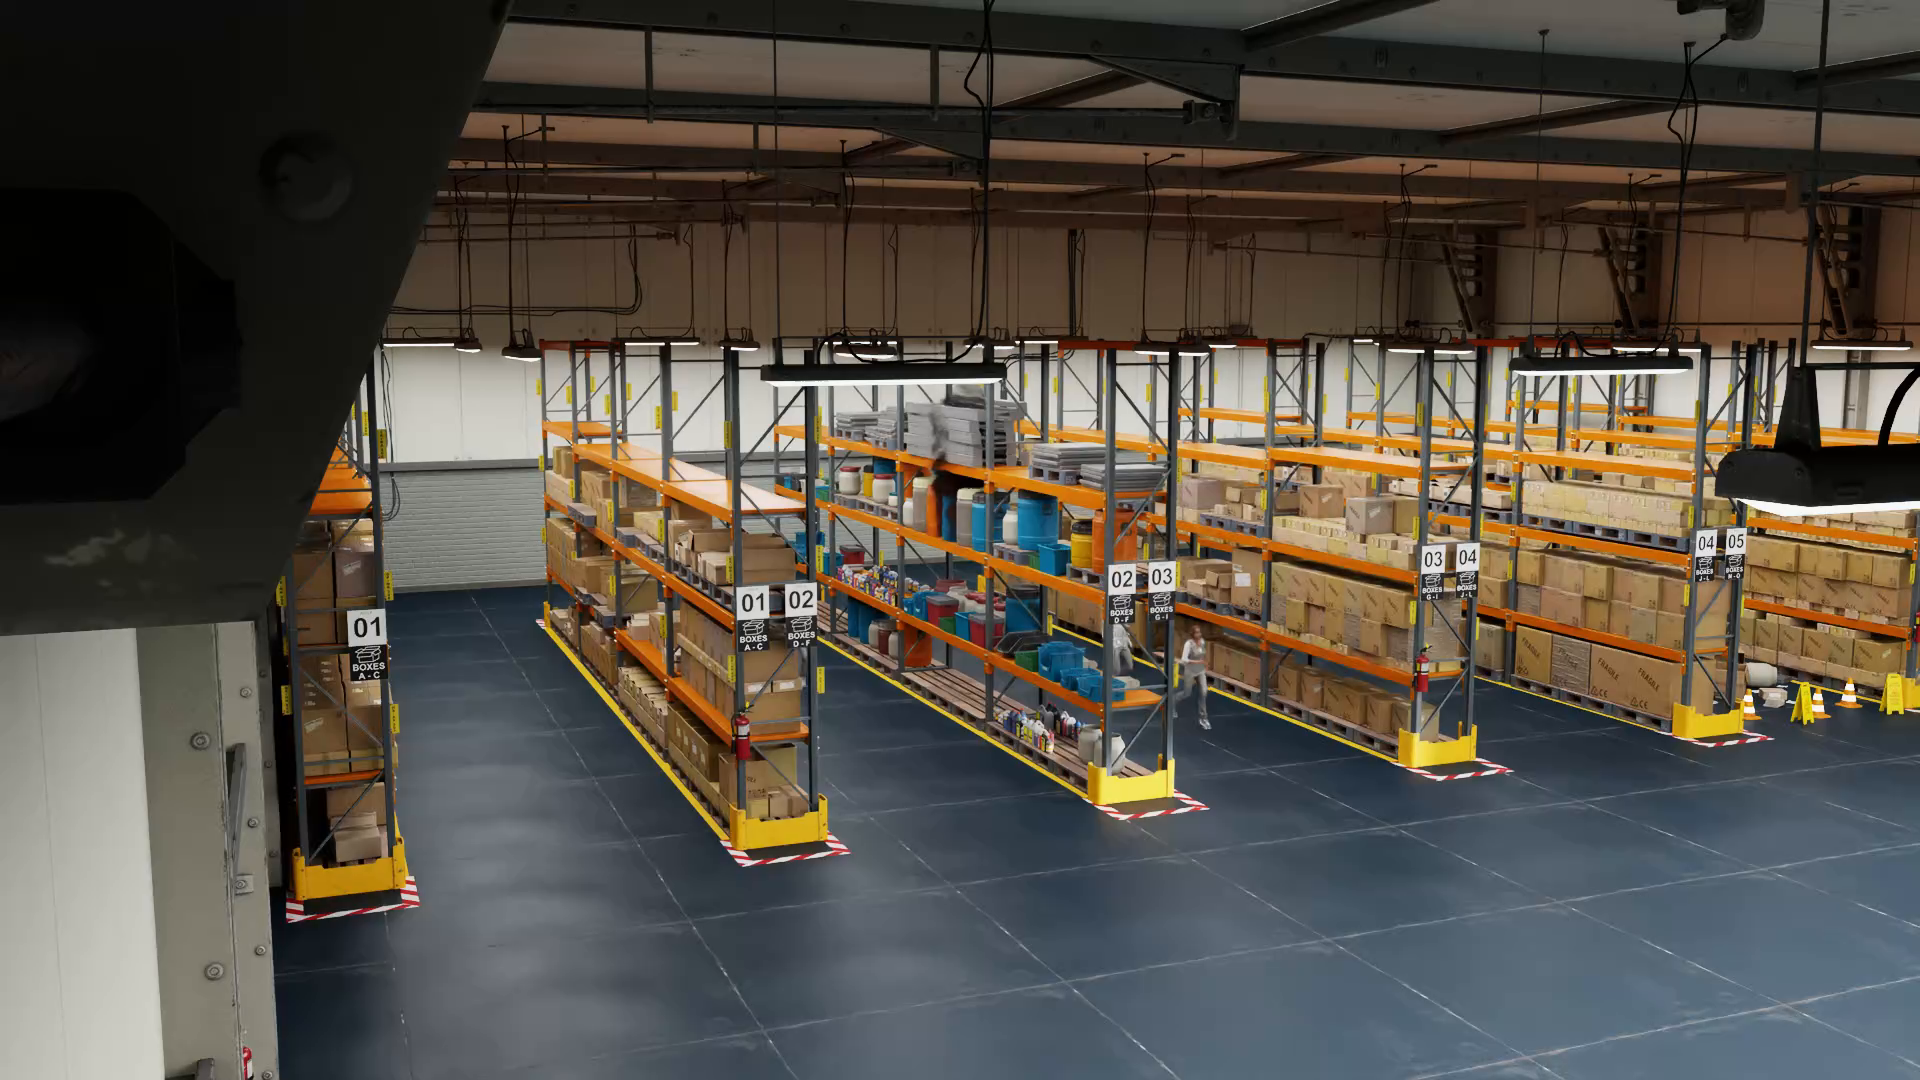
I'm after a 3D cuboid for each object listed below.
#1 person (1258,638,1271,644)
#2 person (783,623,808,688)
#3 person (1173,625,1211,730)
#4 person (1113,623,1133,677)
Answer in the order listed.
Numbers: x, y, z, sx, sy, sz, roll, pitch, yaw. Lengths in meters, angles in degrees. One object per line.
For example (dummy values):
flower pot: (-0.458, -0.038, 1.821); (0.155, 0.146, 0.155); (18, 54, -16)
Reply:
person: (5.830, 1.396, 31.524); (0.638, 1.681, 0.586); (-3, 8, -20)
person: (-2.823, 1.760, 29.055); (0.580, 1.700, 0.715); (-3, 8, -24)
person: (3.669, 2.129, 26.276); (0.550, 1.616, 0.881); (-4, 8, -29)
person: (2.736, 1.825, 28.341); (0.589, 1.653, 0.528); (-4, 8, -26)
